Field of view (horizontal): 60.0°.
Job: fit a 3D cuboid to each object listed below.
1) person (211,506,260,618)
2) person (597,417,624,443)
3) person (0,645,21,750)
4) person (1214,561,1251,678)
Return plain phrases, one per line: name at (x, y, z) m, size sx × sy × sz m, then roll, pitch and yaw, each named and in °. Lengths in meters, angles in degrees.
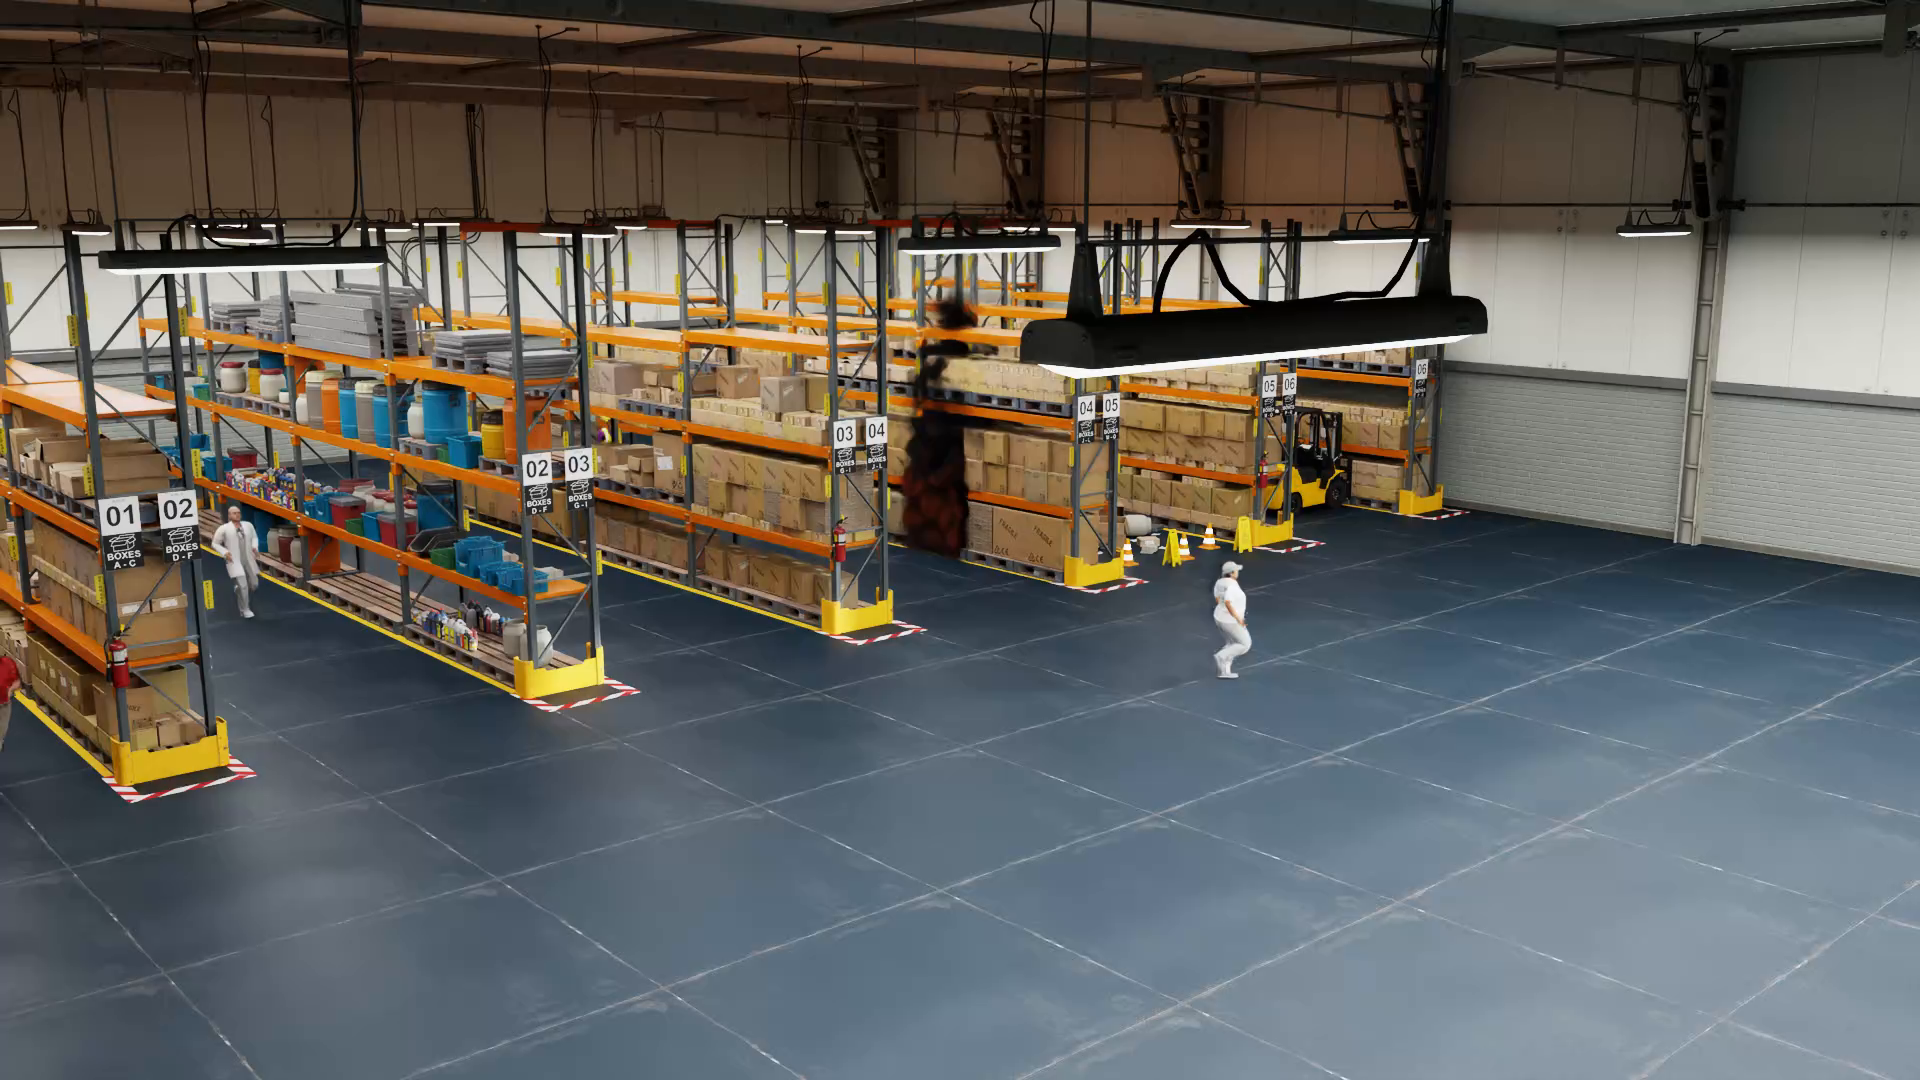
person at (-11.218, 0.331, 25.845) m, size 0.716 × 1.727 × 0.711 m, roll 10°, pitch 15°, yaw 42°
person at (-7.757, -1.893, 36.906) m, size 0.707 × 1.757 × 0.803 m, roll -9°, pitch 15°, yaw -39°
person at (-10.600, 1.919, 18.212) m, size 0.748 × 1.767 × 0.640 m, roll 8°, pitch 14°, yaw 34°
person at (3.646, 1.085, 22.433) m, size 0.549 × 1.623 × 0.608 m, roll -3°, pitch 12°, yaw -16°
